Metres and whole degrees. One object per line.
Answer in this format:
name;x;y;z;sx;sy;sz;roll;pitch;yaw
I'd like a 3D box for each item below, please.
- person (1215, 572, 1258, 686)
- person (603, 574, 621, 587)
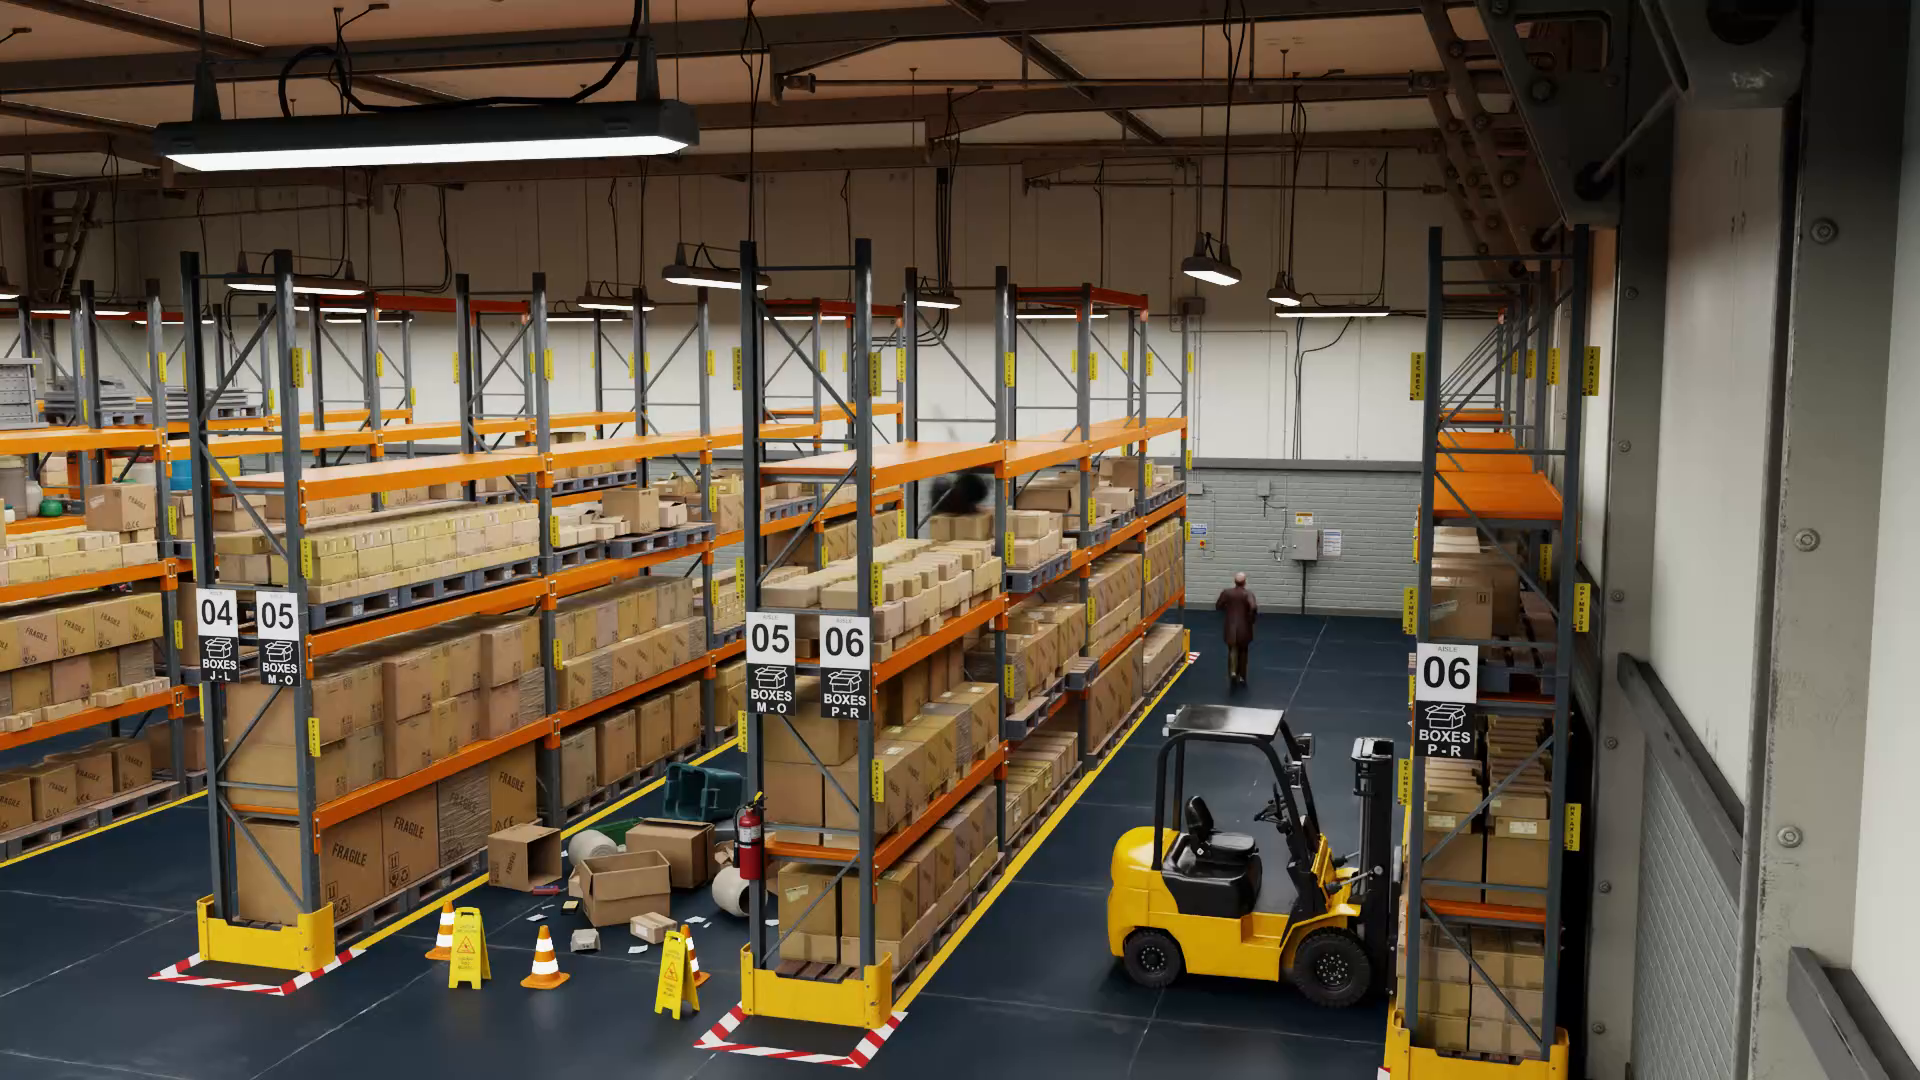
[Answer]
person;4.285;1.409;25.742;0.686;1.790;0.988;2;7;18
person;-5.551;1.348;26.734;0.662;1.696;0.557;1;6;7
